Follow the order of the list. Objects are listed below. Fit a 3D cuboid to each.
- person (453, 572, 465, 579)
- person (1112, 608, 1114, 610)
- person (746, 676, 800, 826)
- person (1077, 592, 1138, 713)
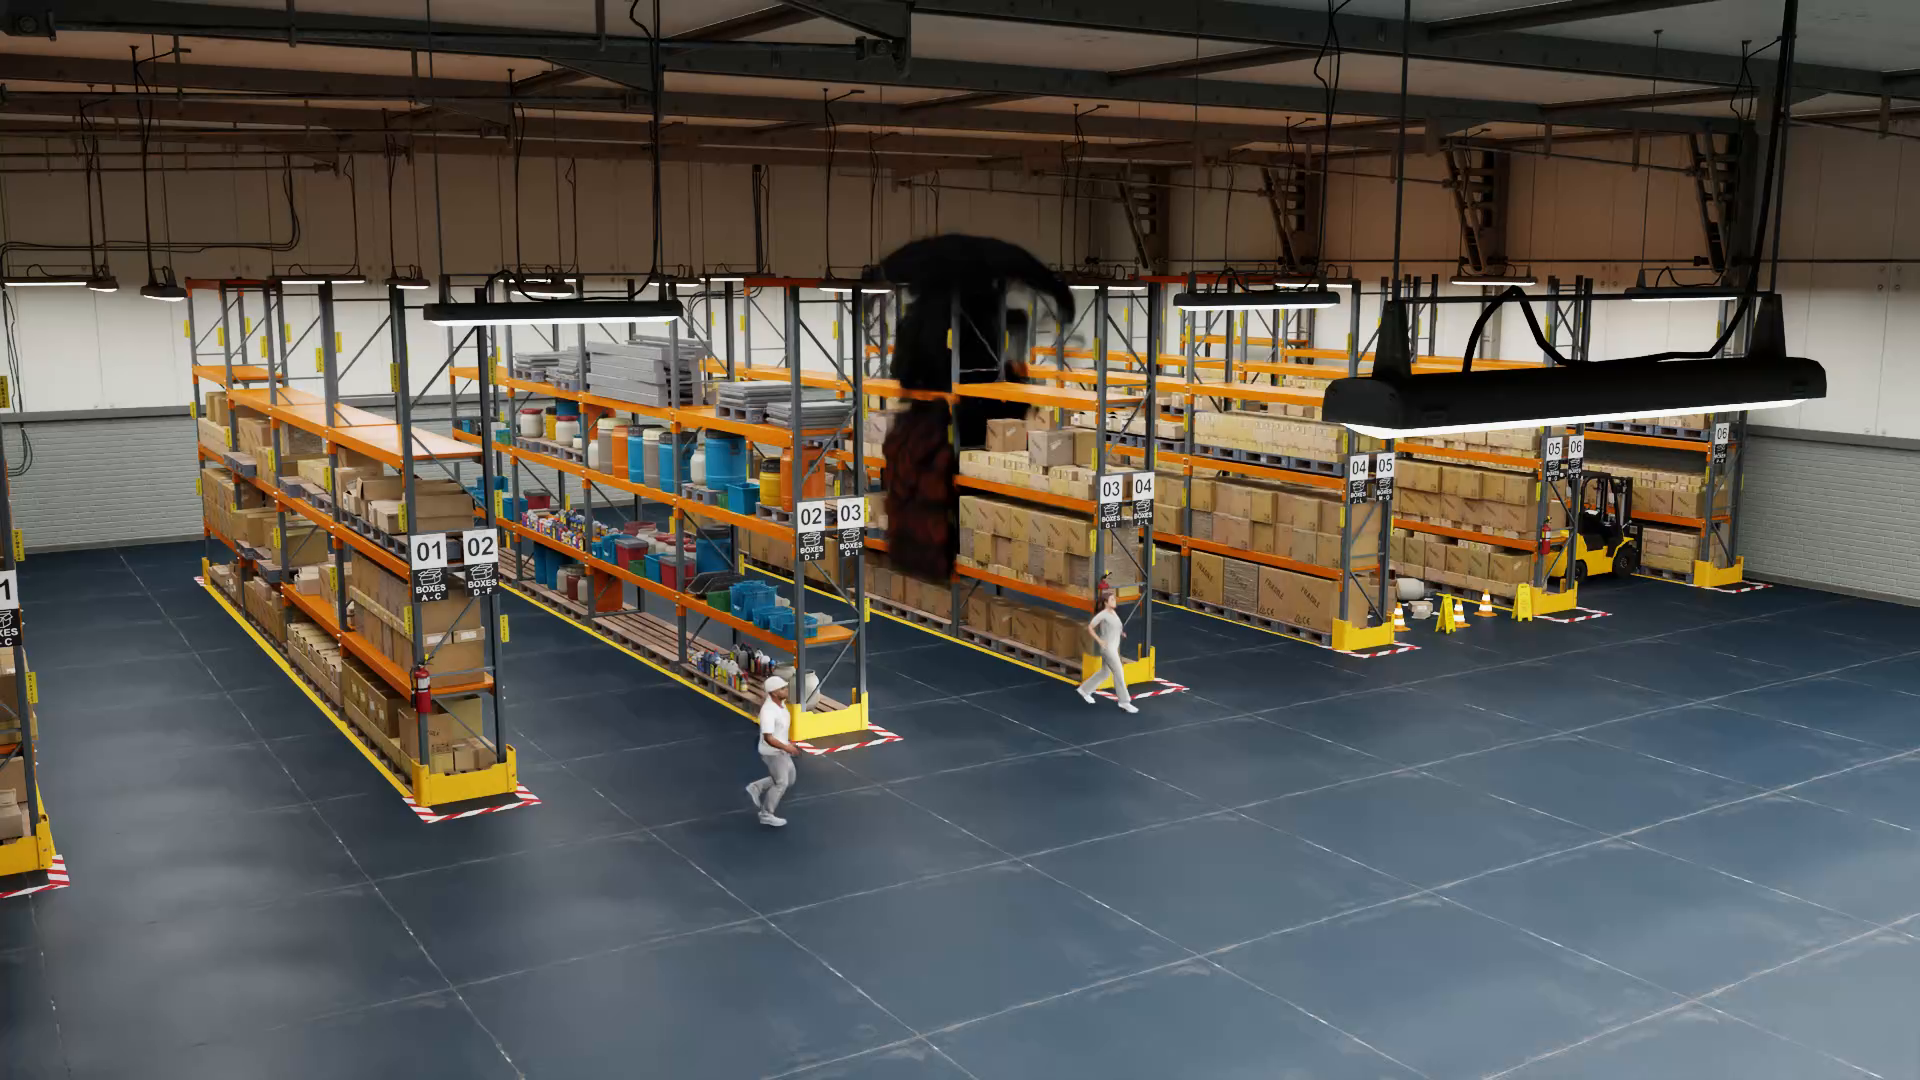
[{"bbox_3d":[-8.622,0.633,29.026,0.672,1.824,0.829,-6,11,-30],"label":"person"},{"bbox_3d":[2.715,0.504,30.182,0.510,1.578,0.644,-8,12,-38],"label":"person"},{"bbox_3d":[-2.109,2.370,18.788,0.654,1.725,0.718,0,10,2],"label":"person"},{"bbox_3d":[2.121,1.569,23.649,0.924,1.686,0.616,4,10,20],"label":"person"}]
